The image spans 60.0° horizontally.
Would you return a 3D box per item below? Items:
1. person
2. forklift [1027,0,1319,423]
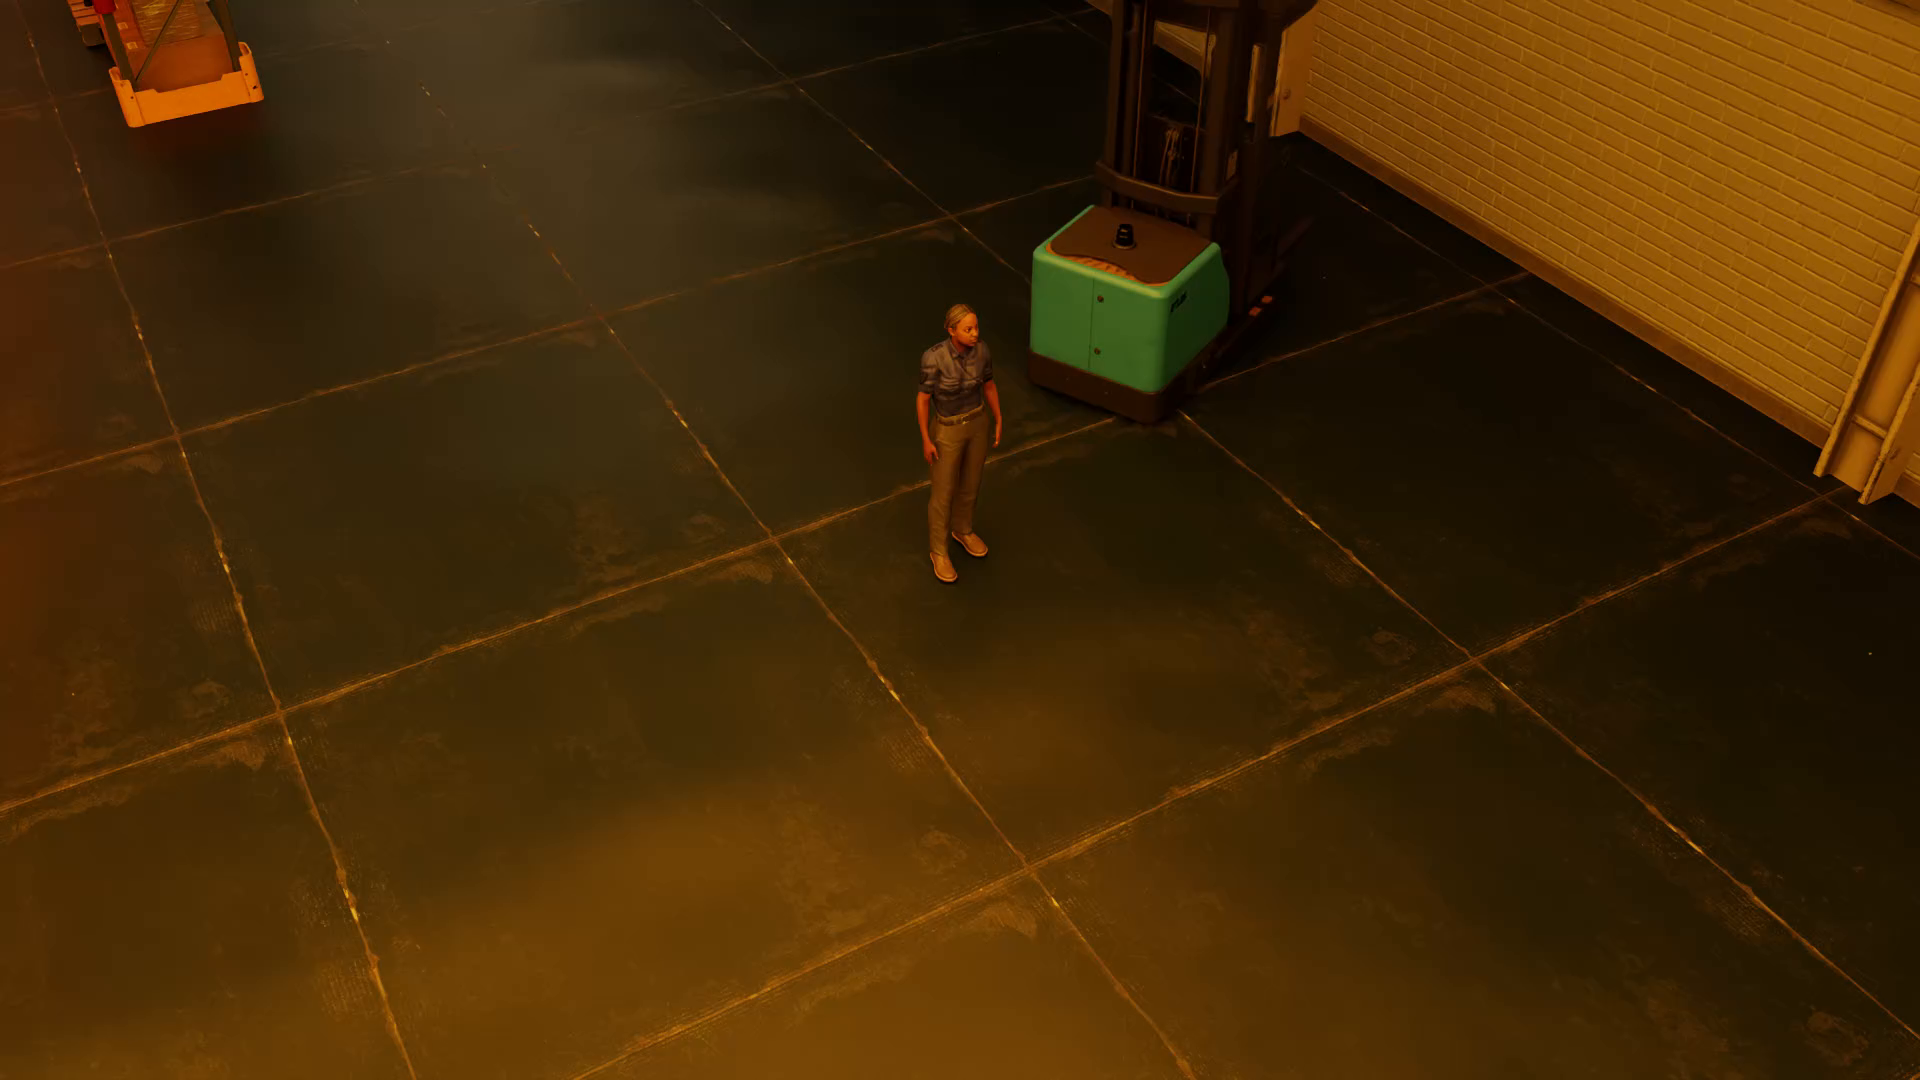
[{"bbox_3d":[0.027,-0.587,9.734,0.570,1.654,0.504,-20,44,-23],"label":"person"},{"bbox_3d":[1.699,-2.822,11.438,1.130,2.935,3.031,23,45,25],"label":"forklift"}]
